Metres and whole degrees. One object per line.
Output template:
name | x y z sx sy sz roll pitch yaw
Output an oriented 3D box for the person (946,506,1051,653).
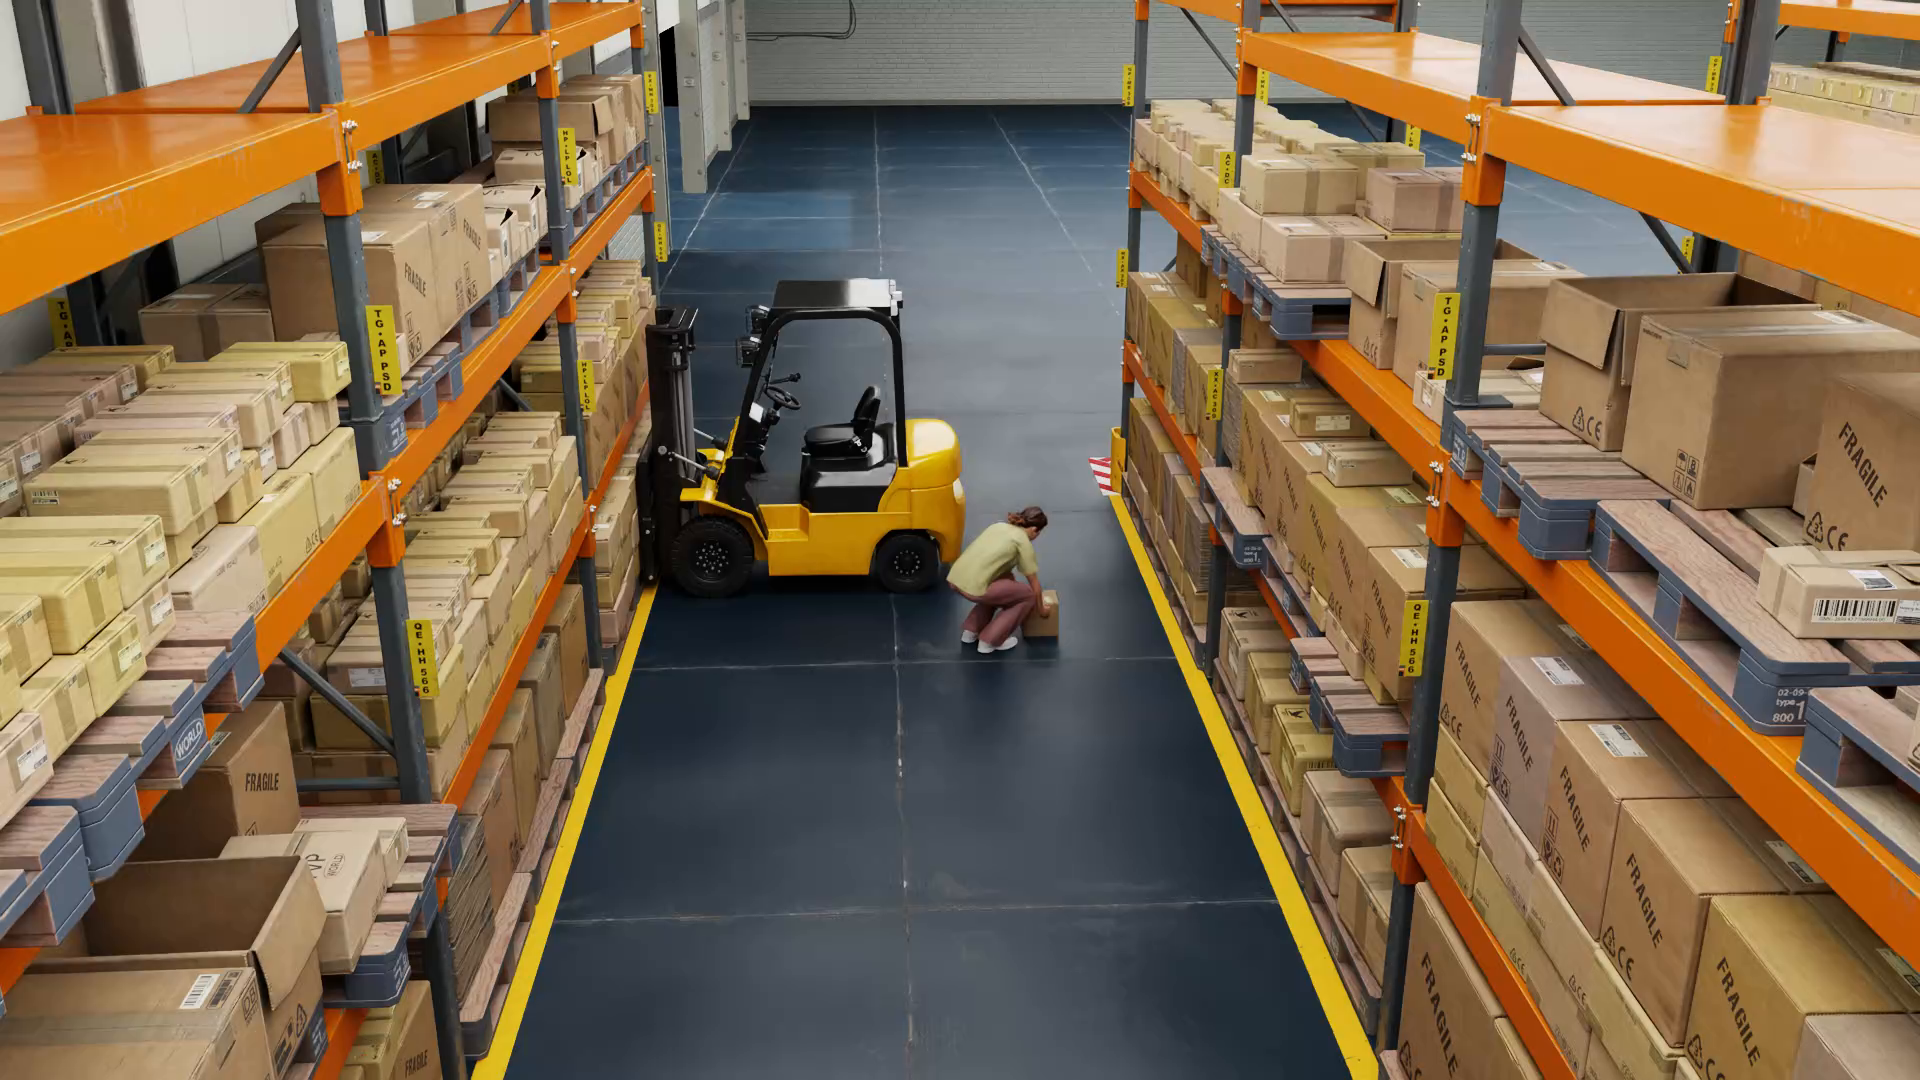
person | 0.277 0.262 11.475 0.796 0.911 0.491 -13 24 -30
